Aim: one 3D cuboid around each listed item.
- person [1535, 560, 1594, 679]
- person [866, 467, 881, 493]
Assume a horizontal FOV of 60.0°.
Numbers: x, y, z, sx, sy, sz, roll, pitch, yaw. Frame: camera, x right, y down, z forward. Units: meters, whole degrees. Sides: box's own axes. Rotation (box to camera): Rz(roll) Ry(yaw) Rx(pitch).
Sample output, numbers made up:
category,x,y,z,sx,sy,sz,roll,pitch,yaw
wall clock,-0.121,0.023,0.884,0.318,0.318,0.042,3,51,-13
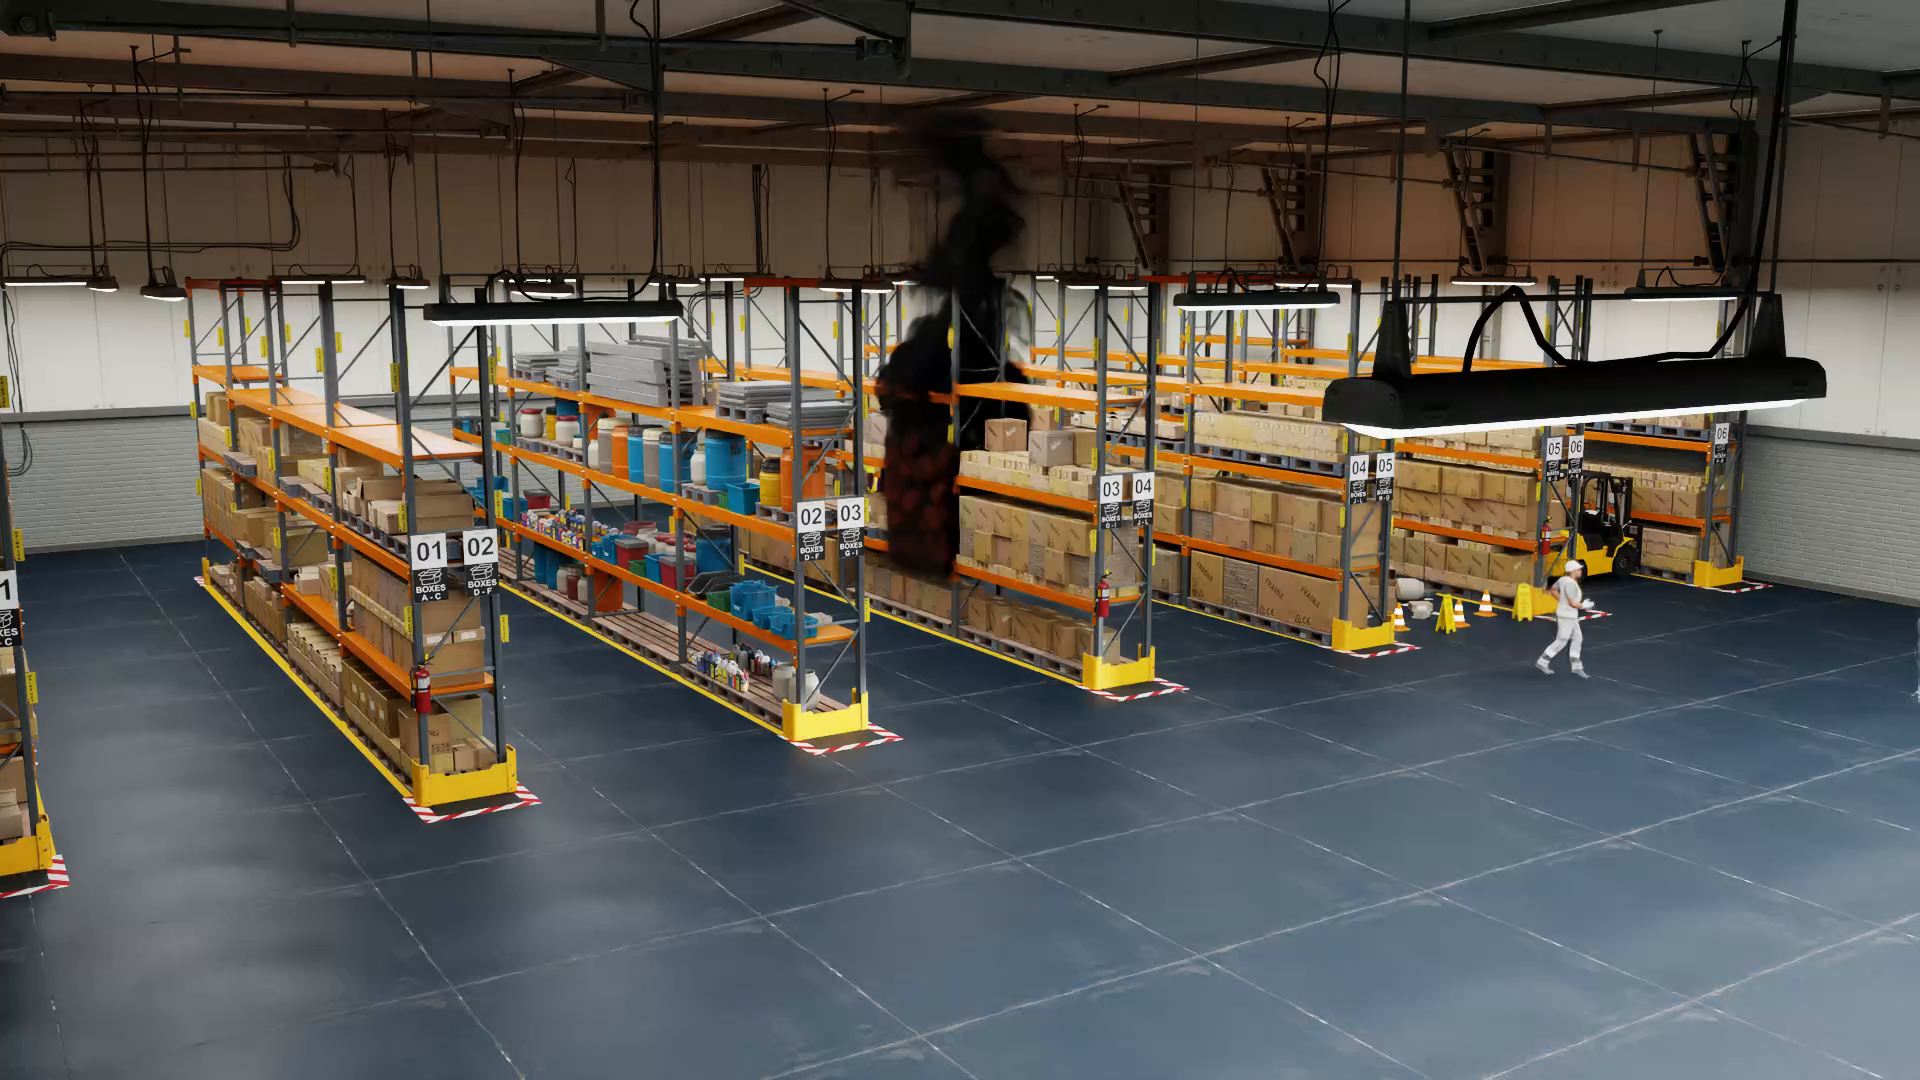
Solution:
category,x,y,z,sx,sy,sz,roll,pitch,yaw
person,9.250,1.216,25.391,0.821,1.840,0.683,3,10,15
person,-2.152,-0.845,38.047,0.713,1.733,0.919,-4,10,-23
